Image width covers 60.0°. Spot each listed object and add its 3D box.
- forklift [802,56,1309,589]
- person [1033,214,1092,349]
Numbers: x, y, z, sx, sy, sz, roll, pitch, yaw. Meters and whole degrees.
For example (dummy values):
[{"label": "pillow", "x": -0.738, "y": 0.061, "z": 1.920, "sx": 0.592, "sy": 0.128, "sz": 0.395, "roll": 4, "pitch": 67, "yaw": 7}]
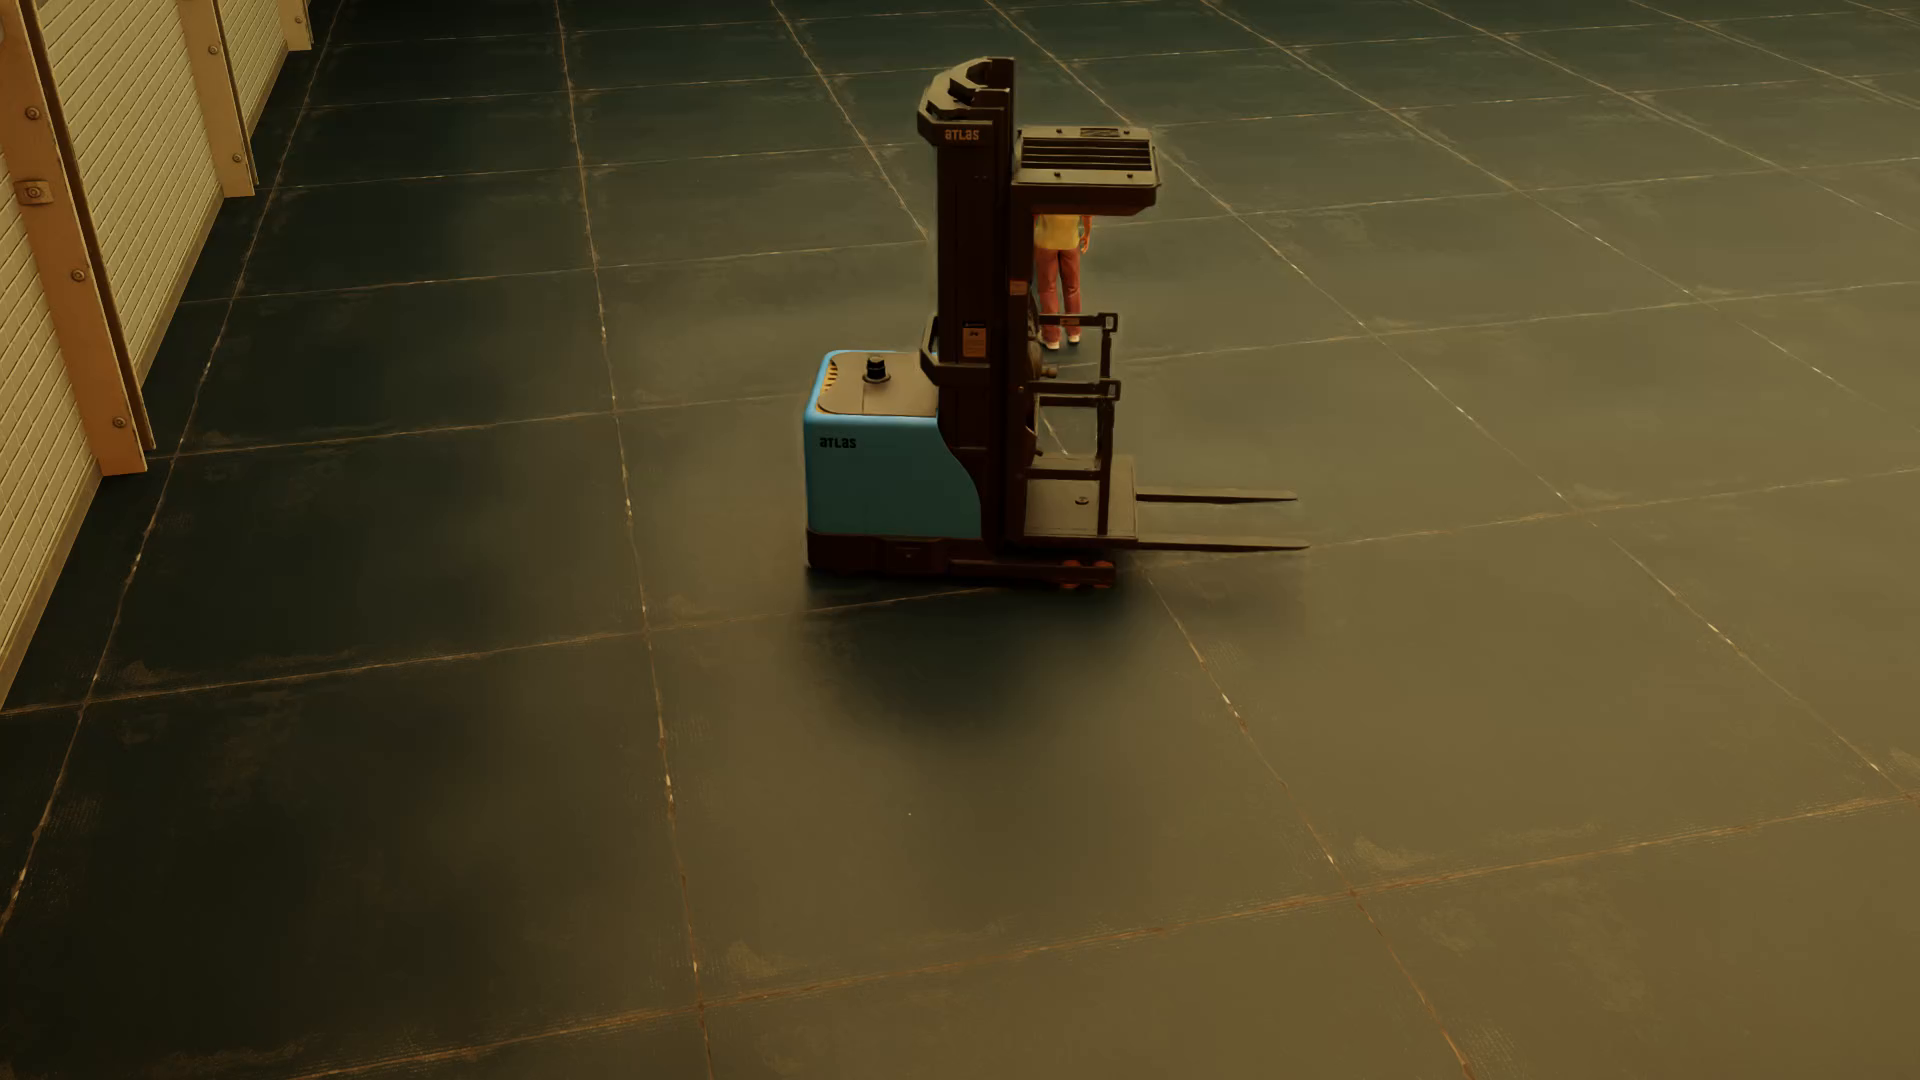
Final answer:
[{"label": "forklift", "x": 0.609, "y": -1.250, "z": 9.733, "sx": 3.031, "sy": 2.935, "sz": 1.130, "roll": 2, "pitch": 30, "yaw": 3}, {"label": "person", "x": 0.725, "y": -2.275, "z": 12.748, "sx": 0.545, "sy": 1.677, "sz": 0.541, "roll": -6, "pitch": 31, "yaw": -11}]
